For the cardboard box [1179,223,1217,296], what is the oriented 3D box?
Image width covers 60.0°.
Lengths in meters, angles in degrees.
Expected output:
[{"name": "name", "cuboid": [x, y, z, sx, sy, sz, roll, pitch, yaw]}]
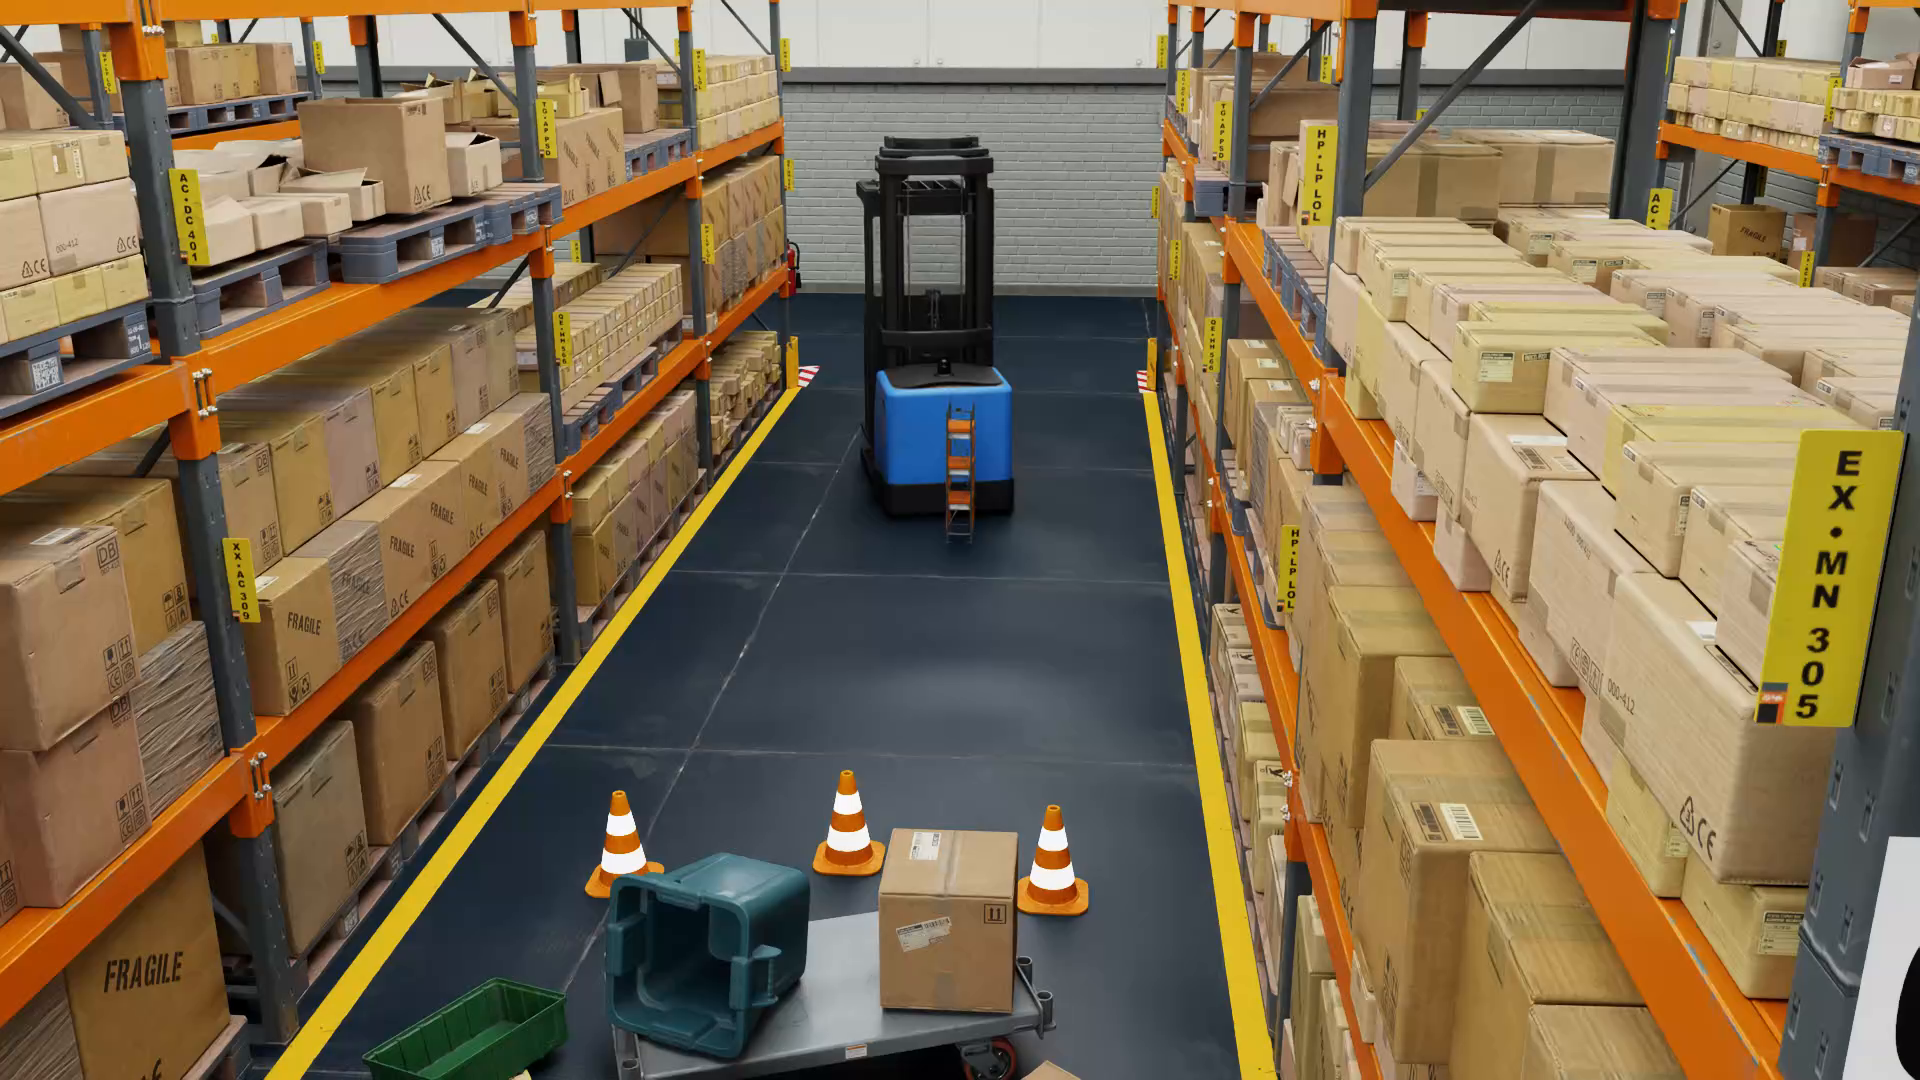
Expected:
[{"name": "cardboard box", "cuboid": [1.997, -2.211, 13.086, 0.500, 0.500, 0.500, 1, 18, 5]}]

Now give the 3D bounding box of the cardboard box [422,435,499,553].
[{"name": "cardboard box", "cuboid": [-2.753, -0.247, 8.698, 0.500, 0.500, 0.500, 1, 18, 3]}]

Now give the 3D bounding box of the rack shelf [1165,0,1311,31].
[{"name": "rack shelf", "cuboid": [2.459, -4.758, 14.791, 1.077, 0.370, 4.000, 1, 18, 4]}]

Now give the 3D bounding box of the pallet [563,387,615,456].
[{"name": "pallet", "cuboid": [-2.971, -0.788, 10.818, 1.213, 0.211, 1.003, 1, 18, 4]}]

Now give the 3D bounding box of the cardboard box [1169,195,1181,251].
[{"name": "cardboard box", "cuboid": [2.146, -2.809, 14.913, 0.500, 0.500, 0.500, 2, 18, 5]}]

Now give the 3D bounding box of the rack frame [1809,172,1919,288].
[{"name": "rack frame", "cuboid": [7.267, -1.709, 13.320, 1.000, 3.000, 0.127, 1, 18, 4]}]

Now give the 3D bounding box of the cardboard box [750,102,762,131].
[{"name": "cardboard box", "cuboid": [-2.189, -4.034, 15.842, 0.500, 0.250, 0.500, 2, 18, 6]}]

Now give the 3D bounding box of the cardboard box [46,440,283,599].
[{"name": "cardboard box", "cuboid": [-3.173, -0.090, 6.614, 0.700, 0.500, 0.500, 1, 18, 3]}]

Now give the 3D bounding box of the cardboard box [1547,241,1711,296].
[{"name": "cardboard box", "cuboid": [1.887, -0.754, 4.713, 0.380, 0.149, 0.250, 2, 18, 5]}]

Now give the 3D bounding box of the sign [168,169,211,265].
[{"name": "sign", "cuboid": [-2.649, -1.110, 5.718, 0.100, 0.325, 0.005, 1, 18, 4]}]

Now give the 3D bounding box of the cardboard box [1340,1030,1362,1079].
[{"name": "cardboard box", "cuboid": [1.310, 1.567, 4.819, 0.380, 0.149, 0.250, 2, 18, 7]}]

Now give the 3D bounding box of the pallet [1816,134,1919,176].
[{"name": "pallet", "cuboid": [7.150, -2.844, 12.269, 1.213, 0.211, 1.003, 1, 18, 4]}]

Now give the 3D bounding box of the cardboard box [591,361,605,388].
[{"name": "cardboard box", "cuboid": [-2.626, -1.121, 11.255, 0.380, 0.149, 0.250, 2, 18, 6]}]

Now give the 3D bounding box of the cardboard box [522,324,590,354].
[{"name": "cardboard box", "cuboid": [-2.651, -1.317, 10.898, 0.380, 0.149, 0.250, 1, 18, 4]}]

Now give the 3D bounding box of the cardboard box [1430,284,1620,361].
[{"name": "cardboard box", "cuboid": [1.355, -0.522, 4.006, 0.380, 0.149, 0.250, 1, 18, 3]}]

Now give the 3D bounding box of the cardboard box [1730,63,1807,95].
[{"name": "cardboard box", "cuboid": [7.167, -4.079, 14.699, 0.500, 0.250, 0.500, 2, 18, 5]}]

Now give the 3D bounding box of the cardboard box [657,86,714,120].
[{"name": "cardboard box", "cuboid": [-2.355, -3.633, 13.815, 0.500, 0.250, 0.500, 2, 18, 6]}]

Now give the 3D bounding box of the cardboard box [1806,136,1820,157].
[{"name": "cardboard box", "cuboid": [6.998, -3.133, 13.253, 0.380, 0.149, 0.250, 1, 18, 4]}]

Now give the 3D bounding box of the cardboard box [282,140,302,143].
[{"name": "cardboard box", "cuboid": [-3.223, -1.881, 8.435, 0.500, 0.250, 0.500, 2, 18, 5]}]

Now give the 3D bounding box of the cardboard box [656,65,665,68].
[{"name": "cardboard box", "cuboid": [-2.758, -4.020, 14.355, 0.380, 0.149, 0.250, 2, 18, 6]}]

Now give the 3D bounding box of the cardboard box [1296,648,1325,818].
[{"name": "cardboard box", "cuboid": [1.433, 0.608, 5.612, 0.500, 0.500, 0.500, 1, 18, 4]}]

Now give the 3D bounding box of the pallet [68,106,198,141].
[{"name": "pallet", "cuboid": [-7.500, -3.677, 14.652, 1.003, 0.211, 1.213, 1, 18, 4]}]

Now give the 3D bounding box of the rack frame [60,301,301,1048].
[{"name": "rack frame", "cuboid": [-3.202, 0.587, 6.314, 1.000, 3.000, 0.127, 1, 18, 4]}]

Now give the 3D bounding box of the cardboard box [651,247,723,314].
[{"name": "cardboard box", "cuboid": [-2.342, -2.235, 14.287, 0.500, 0.500, 0.500, 1, 18, 3]}]

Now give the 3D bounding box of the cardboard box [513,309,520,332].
[{"name": "cardboard box", "cuboid": [-3.260, -1.498, 11.450, 0.380, 0.149, 0.250, 1, 18, 4]}]

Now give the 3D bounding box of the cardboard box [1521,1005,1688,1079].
[{"name": "cardboard box", "cuboid": [1.274, 1.081, 2.562, 0.700, 0.500, 0.500, 1, 18, 3]}]

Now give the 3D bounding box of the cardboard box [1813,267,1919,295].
[{"name": "cardboard box", "cuboid": [7.009, -1.811, 12.796, 0.700, 0.500, 0.500, 2, 18, 5]}]

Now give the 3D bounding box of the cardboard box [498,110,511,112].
[{"name": "cardboard box", "cuboid": [-3.065, -2.622, 11.130, 0.500, 0.500, 0.500, 1, 18, 4]}]

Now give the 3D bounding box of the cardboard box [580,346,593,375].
[{"name": "cardboard box", "cuboid": [-2.648, -1.190, 10.987, 0.380, 0.149, 0.250, 1, 18, 2]}]

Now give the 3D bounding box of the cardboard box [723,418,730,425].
[{"name": "cardboard box", "cuboid": [-2.297, -1.009, 15.090, 0.380, 0.149, 0.250, 1, 18, 4]}]

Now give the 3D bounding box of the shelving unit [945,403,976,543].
[{"name": "shelving unit", "cuboid": [0.004, -0.516, 12.810, 0.215, 1.050, 0.252, 1, 18, 4]}]

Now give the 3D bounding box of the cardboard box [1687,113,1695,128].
[{"name": "cardboard box", "cuboid": [7.306, -4.081, 16.147, 0.380, 0.149, 0.250, 2, 18, 5]}]

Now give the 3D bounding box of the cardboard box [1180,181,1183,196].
[{"name": "cardboard box", "cuboid": [2.175, -3.148, 14.904, 0.380, 0.149, 0.250, 1, 18, 3]}]

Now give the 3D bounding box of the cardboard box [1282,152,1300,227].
[{"name": "cardboard box", "cuboid": [1.948, -1.576, 7.933, 0.797, 0.503, 0.637, 1, 18, 4]}]

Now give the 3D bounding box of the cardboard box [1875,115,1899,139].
[{"name": "cardboard box", "cuboid": [6.772, -2.941, 11.832, 0.380, 0.149, 0.250, 2, 18, 5]}]

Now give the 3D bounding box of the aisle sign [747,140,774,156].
[{"name": "aisle sign", "cuboid": [-2.038, -4.391, 17.332, 0.394, 0.787, 0.004, 1, 18, 4]}]

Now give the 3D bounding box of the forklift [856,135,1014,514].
[{"name": "forklift", "cuboid": [-0.297, -2.021, 14.383, 1.130, 2.935, 3.031, -3, 18, -8]}]

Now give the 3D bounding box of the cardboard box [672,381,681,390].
[{"name": "cardboard box", "cuboid": [-2.777, -1.378, 15.259, 0.380, 0.149, 0.250, 2, 18, 6]}]

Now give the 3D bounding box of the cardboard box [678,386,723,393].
[{"name": "cardboard box", "cuboid": [-2.350, -1.291, 14.995, 0.380, 0.149, 0.250, 1, 18, 3]}]

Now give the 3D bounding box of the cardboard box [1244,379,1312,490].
[{"name": "cardboard box", "cuboid": [1.704, -0.503, 8.327, 0.500, 0.500, 0.500, 2, 18, 5]}]

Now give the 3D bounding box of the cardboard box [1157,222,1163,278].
[{"name": "cardboard box", "cuboid": [2.282, -2.966, 16.995, 0.500, 0.500, 0.500, 1, 18, 3]}]

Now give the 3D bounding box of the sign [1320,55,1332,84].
[{"name": "sign", "cuboid": [2.858, -3.630, 13.031, 0.100, 0.325, 0.005, 1, 18, 4]}]

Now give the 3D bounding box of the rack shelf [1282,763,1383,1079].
[{"name": "rack shelf", "cuboid": [1.599, 1.629, 4.289, 1.077, 0.370, 4.000, 1, 18, 4]}]

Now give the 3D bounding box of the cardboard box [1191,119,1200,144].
[{"name": "cardboard box", "cuboid": [1.876, -2.947, 11.984, 0.380, 0.166, 0.250, 0, 18, 0]}]

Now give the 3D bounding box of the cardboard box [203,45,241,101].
[{"name": "cardboard box", "cuboid": [-7.415, -4.505, 16.043, 0.700, 0.500, 0.500, 0, 18, 0]}]

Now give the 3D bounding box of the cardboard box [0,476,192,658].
[{"name": "cardboard box", "cuboid": [-3.263, 0.117, 5.775, 0.875, 0.550, 0.550, 1, 18, 4]}]

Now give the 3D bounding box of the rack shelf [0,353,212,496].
[{"name": "rack shelf", "cuboid": [-3.346, 0.125, 4.063, 1.077, 0.370, 4.000, 1, 18, 4]}]

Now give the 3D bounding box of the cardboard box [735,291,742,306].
[{"name": "cardboard box", "cuboid": [-2.236, -2.269, 15.433, 0.380, 0.149, 0.250, 2, 18, 6]}]

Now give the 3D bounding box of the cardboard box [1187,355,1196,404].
[{"name": "cardboard box", "cuboid": [1.887, -1.142, 11.831, 0.500, 0.250, 0.500, 1, 18, 3]}]

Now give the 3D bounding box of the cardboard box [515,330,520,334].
[{"name": "cardboard box", "cuboid": [-3.262, -1.360, 11.507, 0.380, 0.149, 0.250, 1, 18, 4]}]

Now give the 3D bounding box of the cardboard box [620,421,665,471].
[{"name": "cardboard box", "cuboid": [-2.504, -0.705, 12.392, 0.500, 0.250, 0.500, 0, 18, 1]}]

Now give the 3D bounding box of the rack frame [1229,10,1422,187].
[{"name": "rack frame", "cuboid": [2.029, -3.427, 8.930, 1.000, 3.000, 0.127, 1, 18, 4]}]

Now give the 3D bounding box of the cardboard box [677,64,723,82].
[{"name": "cardboard box", "cuboid": [-2.290, -4.087, 14.559, 0.380, 0.149, 0.250, 1, 18, 2]}]

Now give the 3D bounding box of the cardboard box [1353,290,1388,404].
[{"name": "cardboard box", "cuboid": [1.410, -0.538, 4.694, 0.500, 0.250, 0.500, 1, 18, 3]}]

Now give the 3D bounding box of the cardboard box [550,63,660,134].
[{"name": "cardboard box", "cuboid": [-2.766, -3.455, 12.997, 0.700, 0.500, 0.500, 1, 18, 4]}]

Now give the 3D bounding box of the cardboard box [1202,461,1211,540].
[{"name": "cardboard box", "cuboid": [2.294, -0.533, 12.471, 0.875, 0.875, 0.875, 2, 18, 6]}]

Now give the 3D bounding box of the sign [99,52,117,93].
[{"name": "sign", "cuboid": [-7.027, -3.851, 13.706, 0.100, 0.325, 0.005, 1, 18, 4]}]

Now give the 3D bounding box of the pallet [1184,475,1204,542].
[{"name": "pallet", "cuboid": [2.335, -0.252, 13.353, 1.003, 0.211, 1.213, 1, 18, 4]}]

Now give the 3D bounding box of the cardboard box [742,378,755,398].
[{"name": "cardboard box", "cuboid": [-2.184, -1.468, 16.011, 0.380, 0.149, 0.250, 1, 18, 4]}]
